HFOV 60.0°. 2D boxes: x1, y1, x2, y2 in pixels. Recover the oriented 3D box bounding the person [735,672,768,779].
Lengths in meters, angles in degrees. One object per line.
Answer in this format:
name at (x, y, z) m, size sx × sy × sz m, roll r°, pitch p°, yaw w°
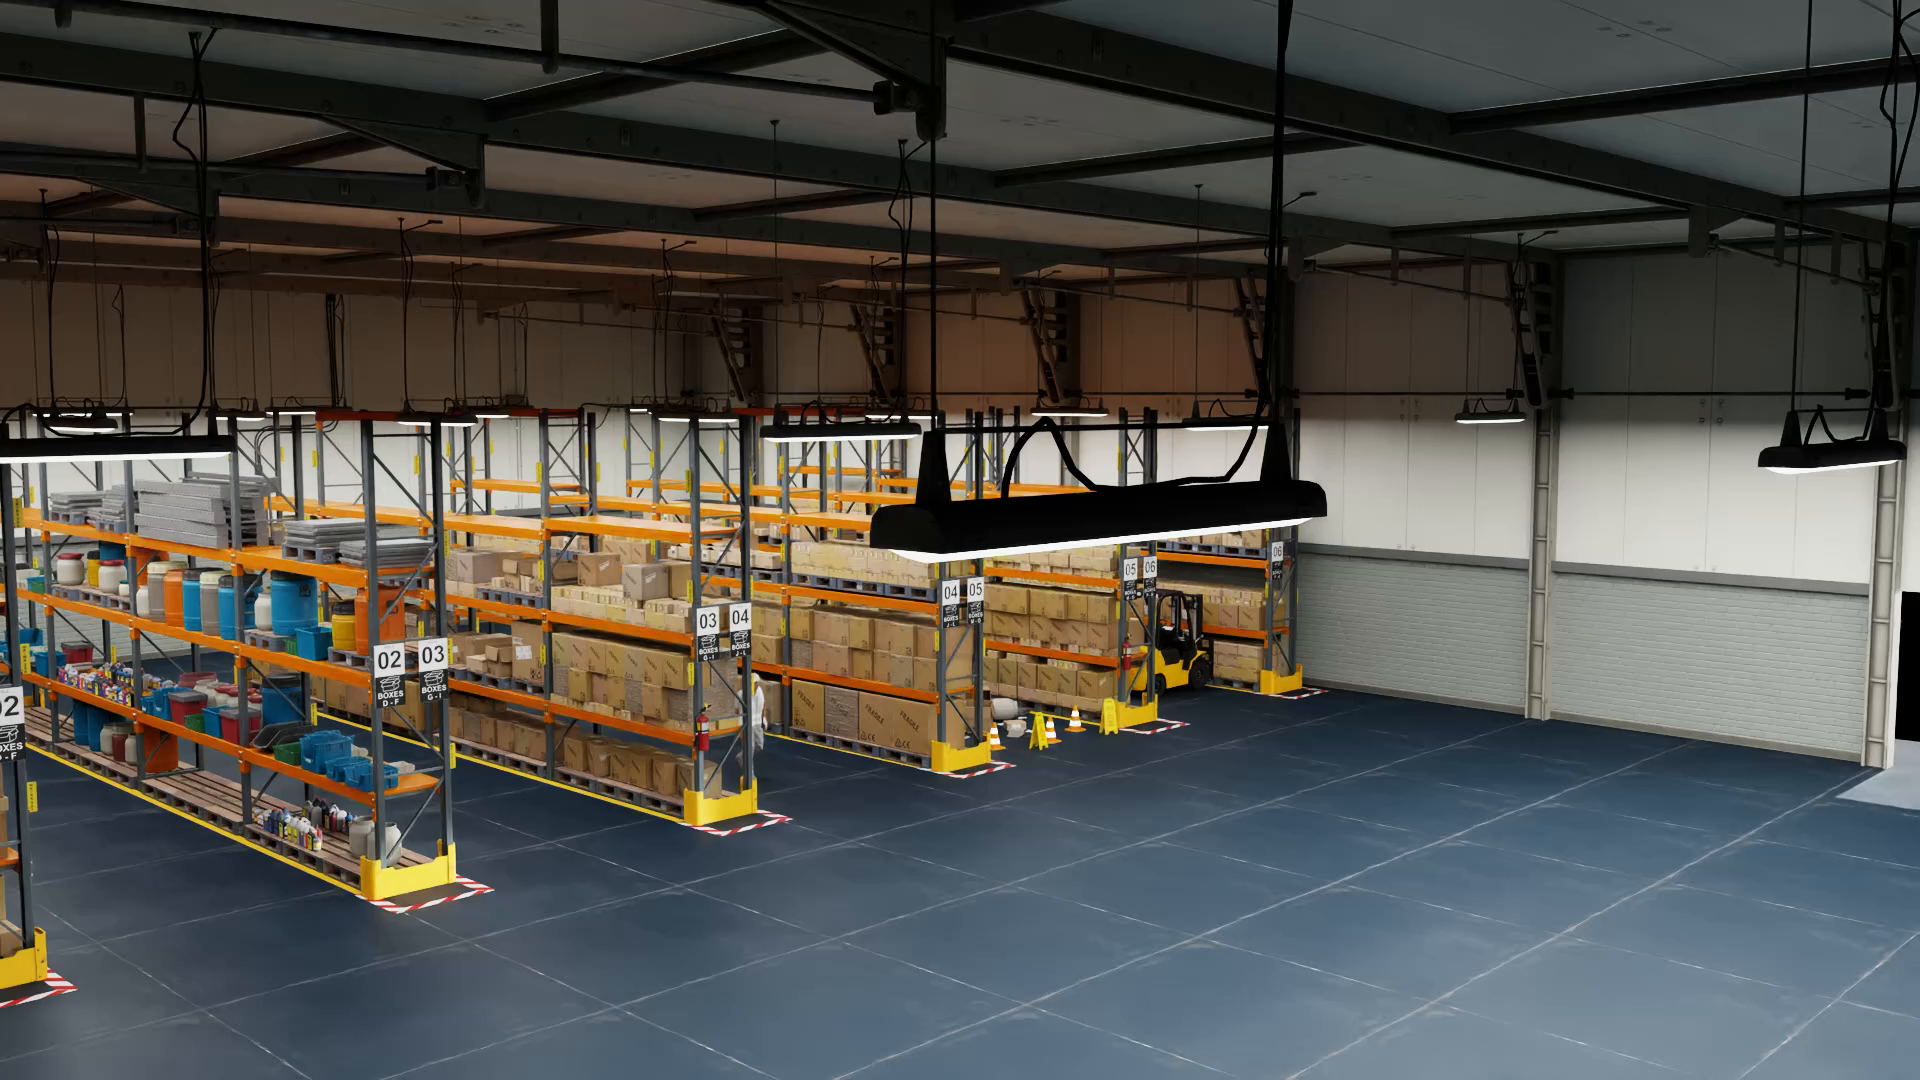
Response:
person at (-3.515, 3.036, 27.394) m, size 0.702 × 1.760 × 0.640 m, roll 5°, pitch 7°, yaw 42°
